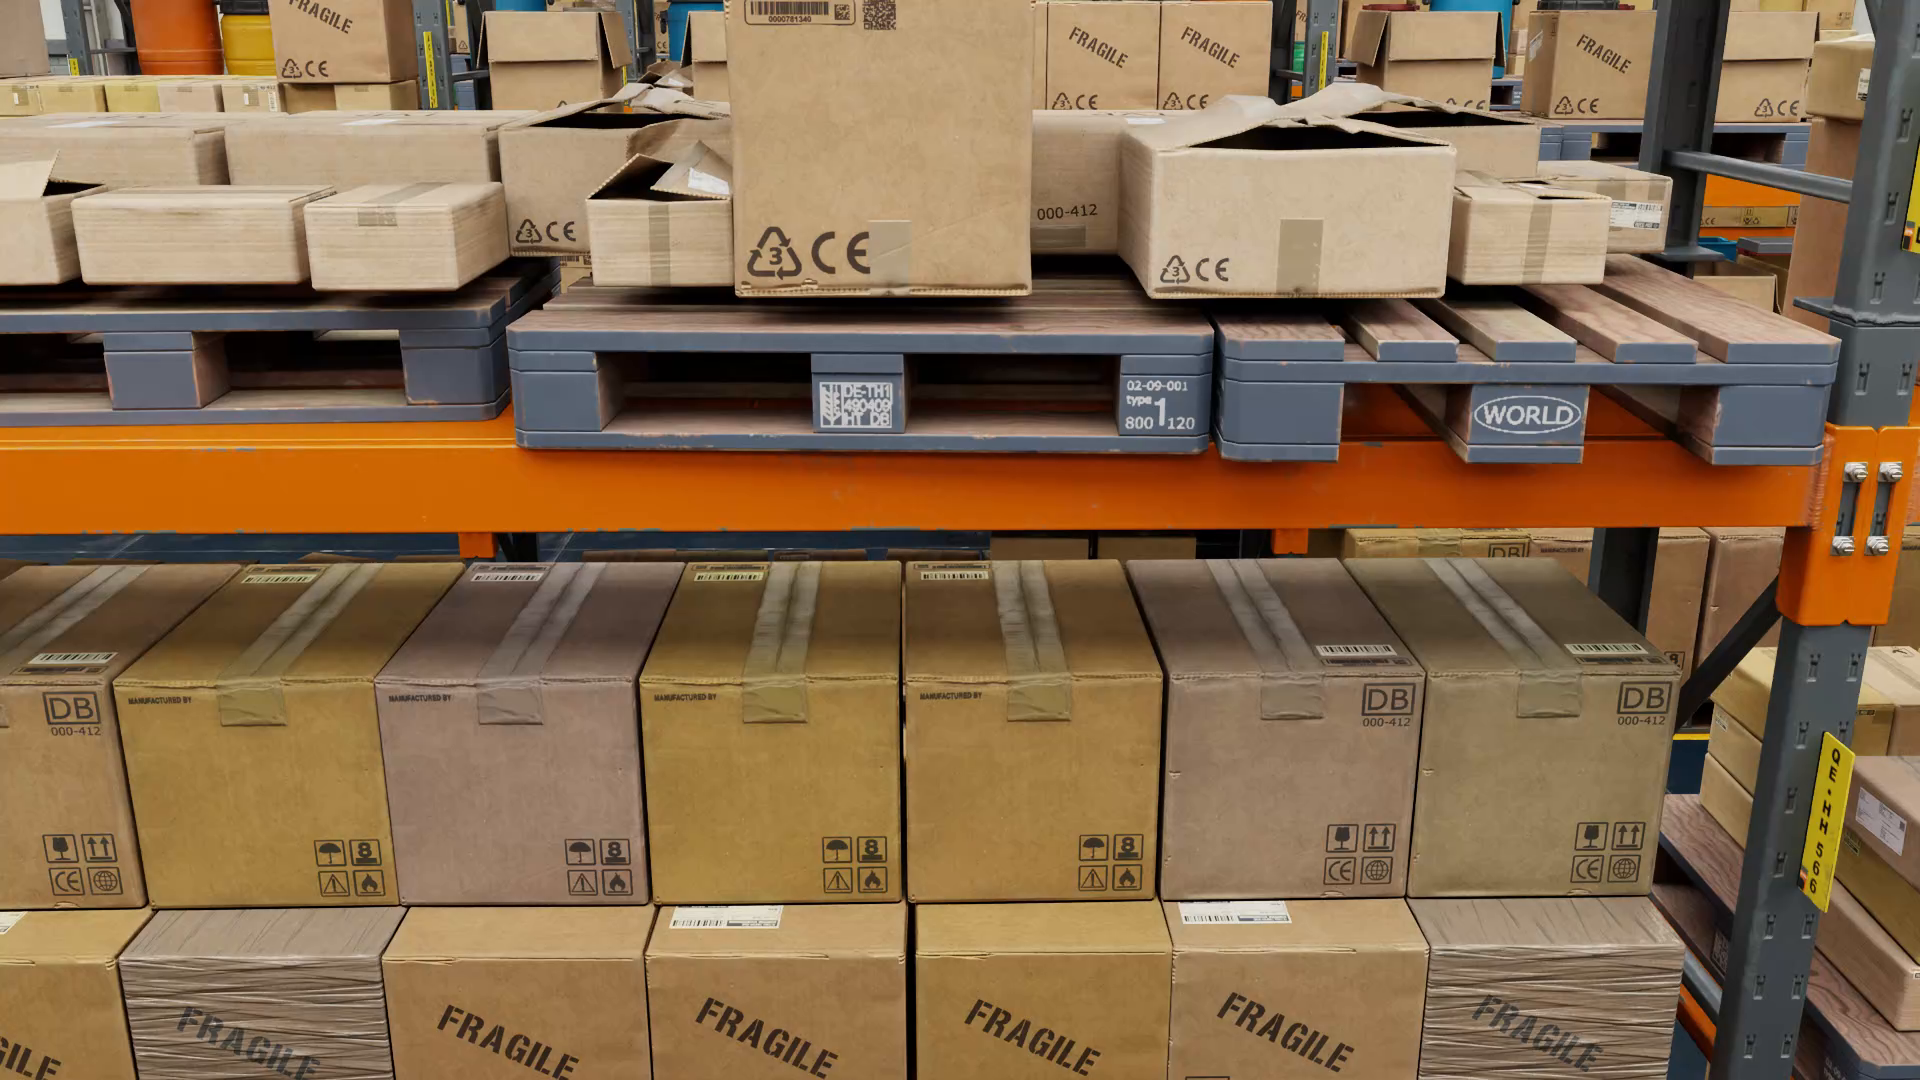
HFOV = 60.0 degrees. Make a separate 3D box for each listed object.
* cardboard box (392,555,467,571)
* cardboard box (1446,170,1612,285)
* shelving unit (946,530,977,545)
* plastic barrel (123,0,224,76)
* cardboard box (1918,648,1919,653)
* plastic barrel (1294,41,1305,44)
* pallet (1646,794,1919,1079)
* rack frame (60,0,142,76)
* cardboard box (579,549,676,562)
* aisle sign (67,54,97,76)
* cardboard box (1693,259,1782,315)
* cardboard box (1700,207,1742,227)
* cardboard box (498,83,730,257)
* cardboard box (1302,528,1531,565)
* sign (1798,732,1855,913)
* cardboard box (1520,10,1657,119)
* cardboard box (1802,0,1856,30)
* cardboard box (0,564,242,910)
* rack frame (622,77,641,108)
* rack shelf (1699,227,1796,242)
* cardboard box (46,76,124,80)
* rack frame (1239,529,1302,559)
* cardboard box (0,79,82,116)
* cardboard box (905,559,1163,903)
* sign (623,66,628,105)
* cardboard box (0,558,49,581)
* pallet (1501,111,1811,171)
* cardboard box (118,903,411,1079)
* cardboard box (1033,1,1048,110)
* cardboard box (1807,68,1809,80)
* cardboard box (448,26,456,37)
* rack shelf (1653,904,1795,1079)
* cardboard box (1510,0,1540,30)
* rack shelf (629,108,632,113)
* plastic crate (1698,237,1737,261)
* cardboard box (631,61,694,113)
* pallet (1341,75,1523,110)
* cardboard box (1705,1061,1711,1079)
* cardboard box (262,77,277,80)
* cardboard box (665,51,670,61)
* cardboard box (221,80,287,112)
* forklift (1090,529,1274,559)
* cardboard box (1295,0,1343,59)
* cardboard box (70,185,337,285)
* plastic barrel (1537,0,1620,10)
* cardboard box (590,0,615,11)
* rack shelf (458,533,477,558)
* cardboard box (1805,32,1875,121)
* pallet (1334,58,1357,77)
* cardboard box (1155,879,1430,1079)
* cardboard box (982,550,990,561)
[{"bbox_3d":[-2.776,0.393,8.818,0.500,0.500,0.500,-1,18,-3],"label":"cardboard box"},{"bbox_3d":[1.006,-0.586,3.084,0.250,0.166,0.380,0,18,-1],"label":"cardboard box"},{"bbox_3d":[0.008,-0.429,11.410,0.210,0.900,0.258,0,18,-1],"label":"shelving unit"},{"bbox_3d":[-5.969,-3.955,12.664,0.708,0.830,0.600,0,18,-1],"label":"plastic barrel"},{"bbox_3d":[2.597,0.401,4.137,0.250,0.149,0.380,0,18,1],"label":"cardboard box"},{"bbox_3d":[2.616,-3.732,12.898,0.301,0.262,0.301,0,18,0],"label":"plastic barrel"},{"bbox_3d":[2.312,0.964,3.946,1.003,0.211,1.213,0,18,-1],"label":"pallet"},{"bbox_3d":[-6.453,-4.937,12.207,0.127,3.000,1.000,0,18,-1],"label":"rack frame"},{"bbox_3d":[-1.761,0.397,8.771,0.500,0.500,0.700,-2,18,-5],"label":"cardboard box"},{"bbox_3d":[-6.520,-3.229,12.446,0.004,0.787,0.394,0,18,-1],"label":"aisle sign"},{"bbox_3d":[3.678,-1.138,8.379,0.637,0.503,0.797,0,18,1],"label":"cardboard box"},{"bbox_3d":[8.009,-3.629,17.786,0.500,0.500,0.500,0,18,0],"label":"cardboard box"},{"bbox_3d":[-0.649,-0.781,3.456,0.500,0.311,0.500,-1,18,-3],"label":"cardboard box"},{"bbox_3d":[2.315,0.208,8.779,0.875,0.875,1.225,-1,18,-3],"label":"cardboard box"},{"bbox_3d":[1.614,0.527,3.099,0.005,0.325,0.100,0,18,-1],"label":"sign"},{"bbox_3d":[3.095,-2.339,8.165,0.500,0.500,0.500,1,18,2],"label":"cardboard box"},{"bbox_3d":[8.957,-5.615,17.431,0.500,0.500,0.700,0,18,-1],"label":"cardboard box"},{"bbox_3d":[-1.902,0.400,3.589,0.500,0.500,0.700,-1,18,-2],"label":"cardboard box"},{"bbox_3d":[-2.453,-2.100,13.184,0.127,3.000,1.000,0,18,-1],"label":"rack frame"},{"bbox_3d":[7.471,-3.319,18.160,4.000,0.370,1.077,0,18,-1],"label":"rack shelf"},{"bbox_3d":[-4.265,-2.197,8.169,0.250,0.149,0.380,0,18,1],"label":"cardboard box"},{"bbox_3d":[1.624,-0.607,8.528,0.127,3.000,1.000,0,18,-1],"label":"rack frame"},{"bbox_3d":[-4.284,-2.062,7.747,0.250,0.149,0.380,-1,18,-3],"label":"cardboard box"},{"bbox_3d":[0.134,0.390,3.620,0.500,0.500,0.700,-1,18,-2],"label":"cardboard box"},{"bbox_3d":[-2.456,-3.365,12.200,0.005,0.325,0.100,0,18,-1],"label":"sign"},{"bbox_3d":[-5.153,0.411,8.761,0.500,0.500,0.500,4,18,14],"label":"cardboard box"},{"bbox_3d":[3.385,-1.971,8.179,1.213,0.211,1.003,1,18,2],"label":"pallet"},{"bbox_3d":[-1.363,0.957,3.489,0.500,0.500,0.500,0,18,0],"label":"cardboard box"},{"bbox_3d":[0.143,-2.238,7.722,0.500,0.500,0.500,0,18,0],"label":"cardboard box"},{"bbox_3d":[8.961,-4.945,17.386,0.500,0.250,0.500,0,18,-1],"label":"cardboard box"},{"bbox_3d":[-5.380,-5.303,17.587,0.500,0.250,0.500,0,18,-1],"label":"cardboard box"},{"bbox_3d":[3.601,1.242,3.944,4.000,0.370,1.077,0,18,-1],"label":"rack shelf"},{"bbox_3d":[5.957,-5.618,17.437,0.500,0.500,0.700,0,18,-1],"label":"cardboard box"},{"bbox_3d":[-0.454,-3.196,12.865,4.000,0.370,1.077,0,18,-1],"label":"rack shelf"},{"bbox_3d":[6.007,-2.266,13.629,0.575,0.384,0.392,0,18,-1],"label":"plastic crate"},{"bbox_3d":[-1.437,-2.187,8.076,0.258,0.266,0.396,0,18,1],"label":"cardboard box"},{"bbox_3d":[3.629,-3.437,12.750,1.213,0.211,1.003,0,18,-1],"label":"pallet"},{"bbox_3d":[2.281,1.459,4.267,0.500,0.250,0.500,-1,18,-2],"label":"cardboard box"},{"bbox_3d":[-3.243,-2.210,8.208,0.250,0.149,0.380,0,18,0],"label":"cardboard box"},{"bbox_3d":[-3.617,-6.535,21.901,0.500,0.500,0.500,-2,18,-6],"label":"cardboard box"},{"bbox_3d":[-3.214,-2.043,7.689,0.250,0.149,0.380,-1,18,-4],"label":"cardboard box"},{"bbox_3d":[1.843,-1.385,11.065,3.031,2.935,1.130,0,18,1],"label":"forklift"},{"bbox_3d":[3.633,-5.388,17.507,0.600,0.600,0.600,-1,18,-3],"label":"cardboard box"},{"bbox_3d":[-1.357,-0.558,3.024,0.380,0.149,0.250,0,18,-1],"label":"cardboard box"},{"bbox_3d":[4.636,-3.790,12.546,0.600,0.588,0.600,0,18,0],"label":"plastic barrel"},{"bbox_3d":[-4.641,-7.152,22.187,0.500,0.500,0.500,0,18,-1],"label":"cardboard box"},{"bbox_3d":[-4.375,-0.235,8.548,4.000,0.370,1.077,0,18,-1],"label":"rack shelf"},{"bbox_3d":[2.002,-1.013,3.467,0.258,0.266,0.396,0,18,-1],"label":"cardboard box"},{"bbox_3d":[3.781,-5.003,17.629,1.003,0.211,1.213,0,18,-1],"label":"pallet"},{"bbox_3d":[0.657,0.947,3.520,0.500,0.500,0.500,0,18,-1],"label":"cardboard box"},{"bbox_3d":[0.400,0.390,8.793,0.500,0.500,0.700,-2,18,-5],"label":"cardboard box"}]
